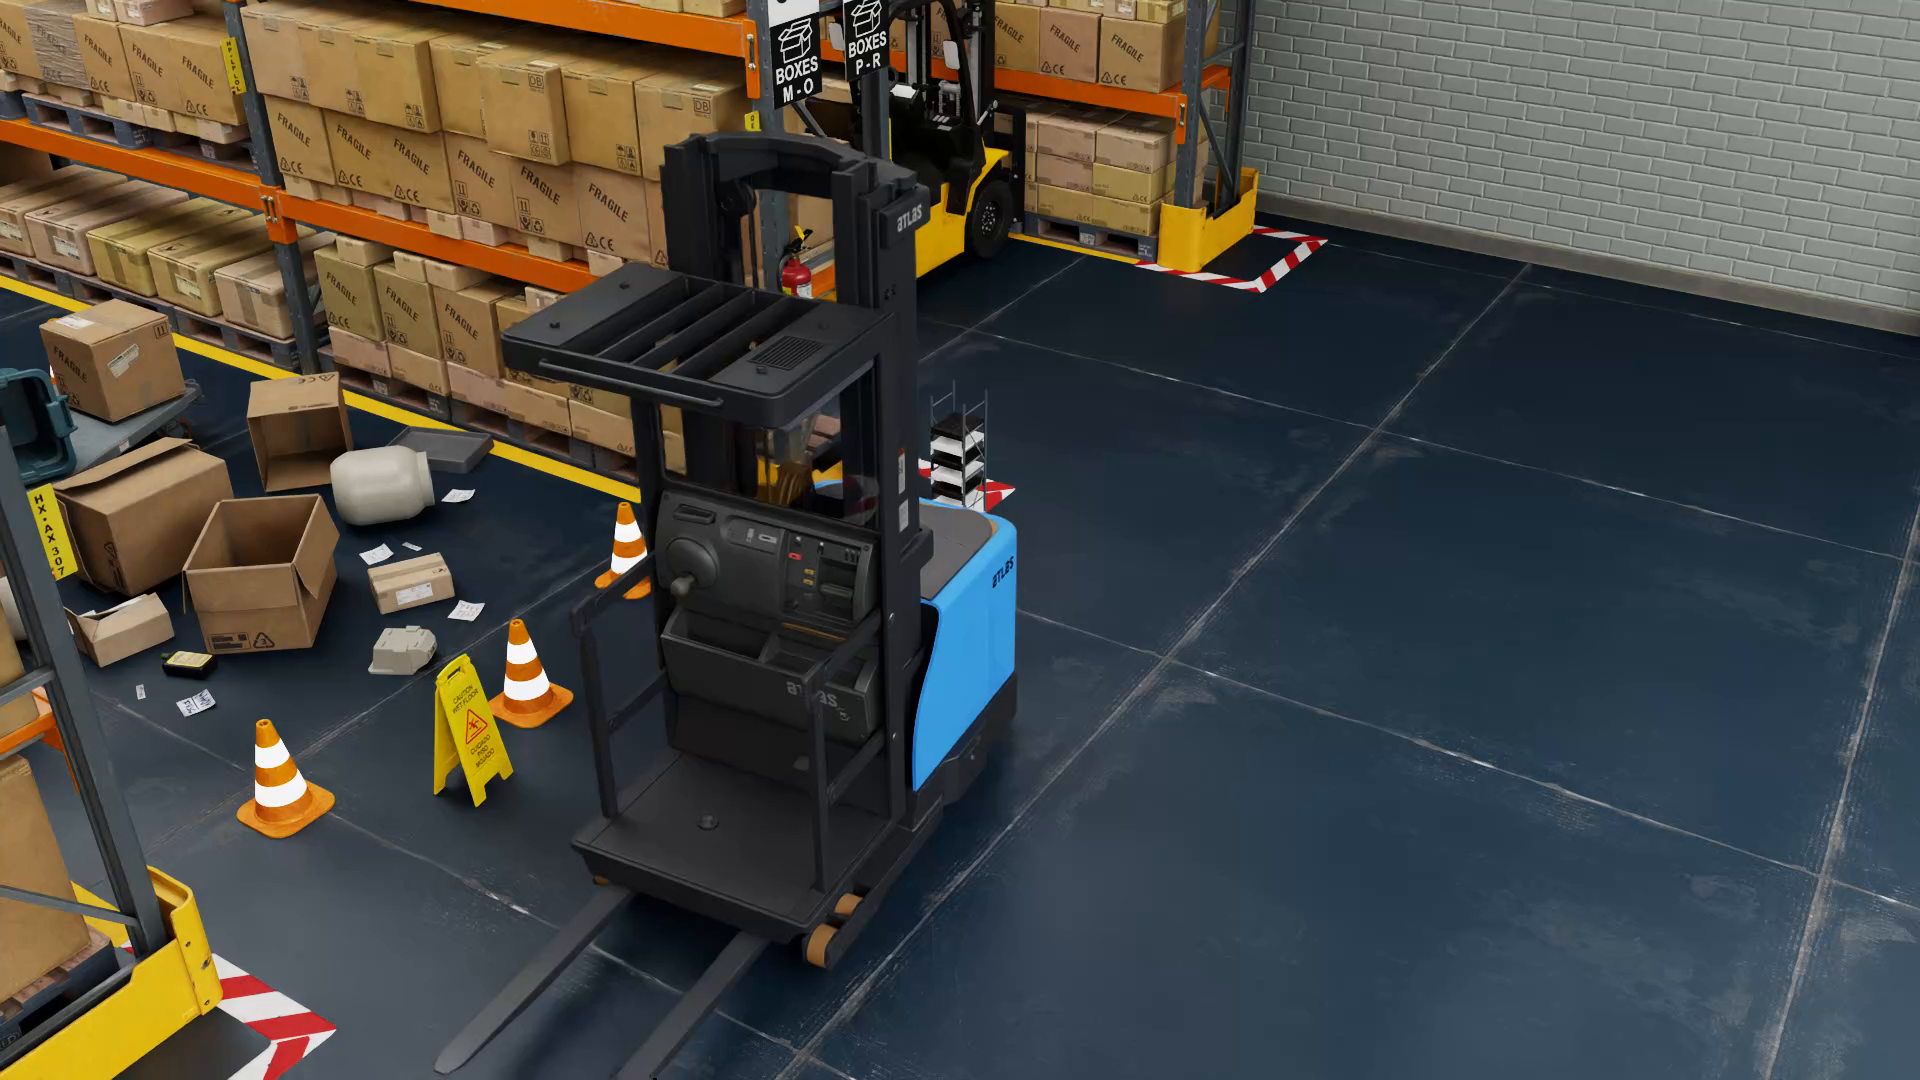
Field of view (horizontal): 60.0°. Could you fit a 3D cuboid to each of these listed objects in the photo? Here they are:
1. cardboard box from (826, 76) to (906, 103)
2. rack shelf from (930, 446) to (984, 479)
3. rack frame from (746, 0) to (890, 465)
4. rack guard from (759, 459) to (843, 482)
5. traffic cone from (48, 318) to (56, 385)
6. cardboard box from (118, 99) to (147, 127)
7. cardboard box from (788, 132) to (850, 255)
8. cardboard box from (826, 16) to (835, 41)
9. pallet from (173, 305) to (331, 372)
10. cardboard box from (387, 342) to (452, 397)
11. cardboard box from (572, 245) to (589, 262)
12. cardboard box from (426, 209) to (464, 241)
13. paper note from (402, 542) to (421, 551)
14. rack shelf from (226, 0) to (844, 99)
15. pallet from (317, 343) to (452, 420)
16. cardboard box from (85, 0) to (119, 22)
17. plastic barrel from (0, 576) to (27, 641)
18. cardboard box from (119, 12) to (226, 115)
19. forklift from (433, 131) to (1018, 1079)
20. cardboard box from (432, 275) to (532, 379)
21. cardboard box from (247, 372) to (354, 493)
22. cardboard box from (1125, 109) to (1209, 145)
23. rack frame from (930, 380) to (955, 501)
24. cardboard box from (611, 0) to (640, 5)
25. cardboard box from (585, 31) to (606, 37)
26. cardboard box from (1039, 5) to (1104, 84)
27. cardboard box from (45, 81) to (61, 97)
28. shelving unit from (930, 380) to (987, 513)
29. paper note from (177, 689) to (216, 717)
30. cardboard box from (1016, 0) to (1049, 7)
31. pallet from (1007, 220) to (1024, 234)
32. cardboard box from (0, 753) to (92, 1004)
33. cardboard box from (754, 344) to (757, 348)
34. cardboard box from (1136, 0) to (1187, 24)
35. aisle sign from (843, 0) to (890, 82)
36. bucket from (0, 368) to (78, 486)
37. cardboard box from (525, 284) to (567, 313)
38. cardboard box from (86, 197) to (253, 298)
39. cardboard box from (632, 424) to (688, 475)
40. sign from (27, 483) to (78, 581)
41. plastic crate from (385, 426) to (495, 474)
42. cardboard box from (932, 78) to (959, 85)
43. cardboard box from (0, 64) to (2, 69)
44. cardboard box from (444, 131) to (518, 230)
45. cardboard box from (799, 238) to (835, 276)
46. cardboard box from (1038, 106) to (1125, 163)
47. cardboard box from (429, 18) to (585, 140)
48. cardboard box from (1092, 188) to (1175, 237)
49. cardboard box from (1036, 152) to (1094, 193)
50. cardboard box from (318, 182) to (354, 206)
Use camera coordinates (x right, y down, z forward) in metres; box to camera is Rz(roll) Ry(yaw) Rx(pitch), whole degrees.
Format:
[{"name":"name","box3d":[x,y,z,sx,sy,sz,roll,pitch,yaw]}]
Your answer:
[{"name":"cardboard box","box3d":[-0.774,-3.729,13.984,0.500,0.250,0.500,18,35,27]},{"name":"rack shelf","box3d":[-0.007,-0.440,8.998,0.200,0.077,0.258,18,35,27]},{"name":"rack frame","box3d":[-0.693,-1.517,8.873,0.127,3.000,1.000,18,35,27]},{"name":"rack guard","box3d":[-0.757,-0.457,9.538,0.348,0.500,1.175,18,35,27]},{"name":"traffic cone","box3d":[-5.875,-1.227,10.894,0.334,0.463,0.336,18,35,27]},{"name":"cardboard box","box3d":[-5.332,-2.880,11.042,0.250,0.149,0.380,18,35,28]},{"name":"cardboard box","box3d":[-0.947,-1.934,9.193,0.500,0.500,0.500,17,34,27]},{"name":"cardboard box","box3d":[-0.758,-4.388,13.696,0.500,0.500,0.500,18,35,28]},{"name":"pallet","box3d":[-4.741,-1.592,11.769,1.213,0.211,1.003,18,35,27]},{"name":"cardboard box","box3d":[-3.266,-1.170,10.592,0.500,0.250,0.500,20,36,30]},{"name":"cardboard box","box3d":[-1.979,-1.700,9.437,0.250,0.149,0.380,18,35,28]},{"name":"cardboard box","box3d":[-2.906,-1.912,9.800,0.250,0.149,0.380,18,35,28]},{"name":"paper note","box3d":[-3.026,0.036,9.178,0.123,0.001,0.032,18,35,27]},{"name":"rack shelf","box3d":[-2.387,-3.037,9.217,4.000,0.370,1.077,18,35,27]},{"name":"pallet","box3d":[-3.493,-1.219,11.130,1.213,0.211,1.003,18,35,27]},{"name":"cardboard box","box3d":[-5.427,-3.491,10.803,0.250,0.149,0.380,16,34,25]},{"name":"plastic barrel","box3d":[-4.850,0.313,8.293,0.512,0.421,0.421,-9,32,-15]},{"name":"cardboard box","box3d":[-5.015,-3.099,10.775,0.500,0.500,0.500,18,35,28]},{"name":"forklift","box3d":[-0.840,0.131,6.117,1.130,2.935,3.031,14,33,22]},{"name":"cardboard box","box3d":[-2.827,-1.355,10.163,0.500,0.500,0.500,20,36,30]},{"name":"cardboard box","box3d":[-3.897,-0.642,9.852,0.500,0.500,0.500,-9,32,-15]},{"name":"cardboard box","box3d":[1.636,-3.271,13.200,0.500,0.250,0.500,17,34,27]},{"name":"rack frame","box3d":[-0.093,-0.418,9.074,0.006,0.900,0.240,18,35,27]},{"name":"cardboard box","box3d":[-1.579,-2.818,8.377,0.250,0.149,0.380,19,35,29]},{"name":"cardboard box","box3d":[-3.754,-4.590,16.082,0.625,0.625,0.875,19,35,29]},{"name":"cardboard box","box3d":[0.952,-3.842,12.760,0.500,0.500,0.500,19,35,29]},{"name":"cardboard box","box3d":[-6.136,-3.210,11.609,0.250,0.149,0.380,19,35,29]},{"name":"shelving unit","box3d":[-0.007,-0.391,9.027,0.210,0.900,0.258,18,35,27]},{"name":"paper note","box3d":[-3.629,0.773,7.897,0.144,0.017,0.142,-21,36,-32]},{"name":"cardboard box","box3d":[0.626,-4.207,12.741,0.250,0.149,0.380,16,34,26]},{"name":"pallet","box3d":[0.244,-2.946,14.090,1.213,0.211,1.003,18,35,27]},{"name":"cardboard box","box3d":[-3.848,1.206,5.898,0.875,0.875,0.875,18,35,28]},{"name":"cardboard box","box3d":[-1.249,-1.175,9.854,0.500,0.500,0.500,16,34,26]},{"name":"cardboard box","box3d":[1.500,-3.933,12.272,0.250,0.149,0.380,18,35,28]},{"name":"aisle sign","box3d":[-0.476,-2.755,8.416,0.004,0.787,0.394,18,35,27]},{"name":"bucket","box3d":[-5.286,-0.639,9.108,0.726,0.611,0.620,-21,26,-32]},{"name":"cardboard box","box3d":[-2.290,-1.428,9.644,0.250,0.149,0.380,19,35,29]},{"name":"cardboard box","box3d":[-5.727,-2.151,12.151,0.625,0.372,0.950,19,35,29]},{"name":"cardboard box","box3d":[-1.541,-0.619,9.645,0.500,0.250,0.500,17,34,27]},{"name":"sign","box3d":[-2.939,-0.020,5.370,0.005,0.325,0.100,18,35,27]},{"name":"plastic crate","box3d":[-3.187,-0.557,10.125,0.583,0.080,0.402,6,31,10]},{"name":"cardboard box","box3d":[-0.067,-3.813,14.130,0.500,0.250,0.500,18,35,28]},{"name":"cardboard box","box3d":[-6.765,-3.657,11.731,0.500,0.500,0.500,20,35,30]},{"name":"cardboard box","box3d":[-2.562,-2.132,9.533,0.500,0.500,0.500,18,35,28]},{"name":"cardboard box","box3d":[-0.870,-1.588,9.244,0.250,0.149,0.380,18,35,28]},{"name":"cardboard box","box3d":[0.951,-3.186,13.055,0.500,0.250,0.500,18,35,28]},{"name":"cardboard box","box3d":[-2.502,-2.588,9.323,0.500,0.500,0.700,17,34,27]},{"name":"cardboard box","box3d":[1.377,-2.621,13.078,0.500,0.250,0.500,18,35,28]},{"name":"cardboard box","box3d":[0.945,-2.982,13.200,0.500,0.250,0.500,17,34,27]},{"name":"cardboard box","box3d":[-3.743,-2.213,10.316,0.250,0.149,0.380,19,35,29]}]
